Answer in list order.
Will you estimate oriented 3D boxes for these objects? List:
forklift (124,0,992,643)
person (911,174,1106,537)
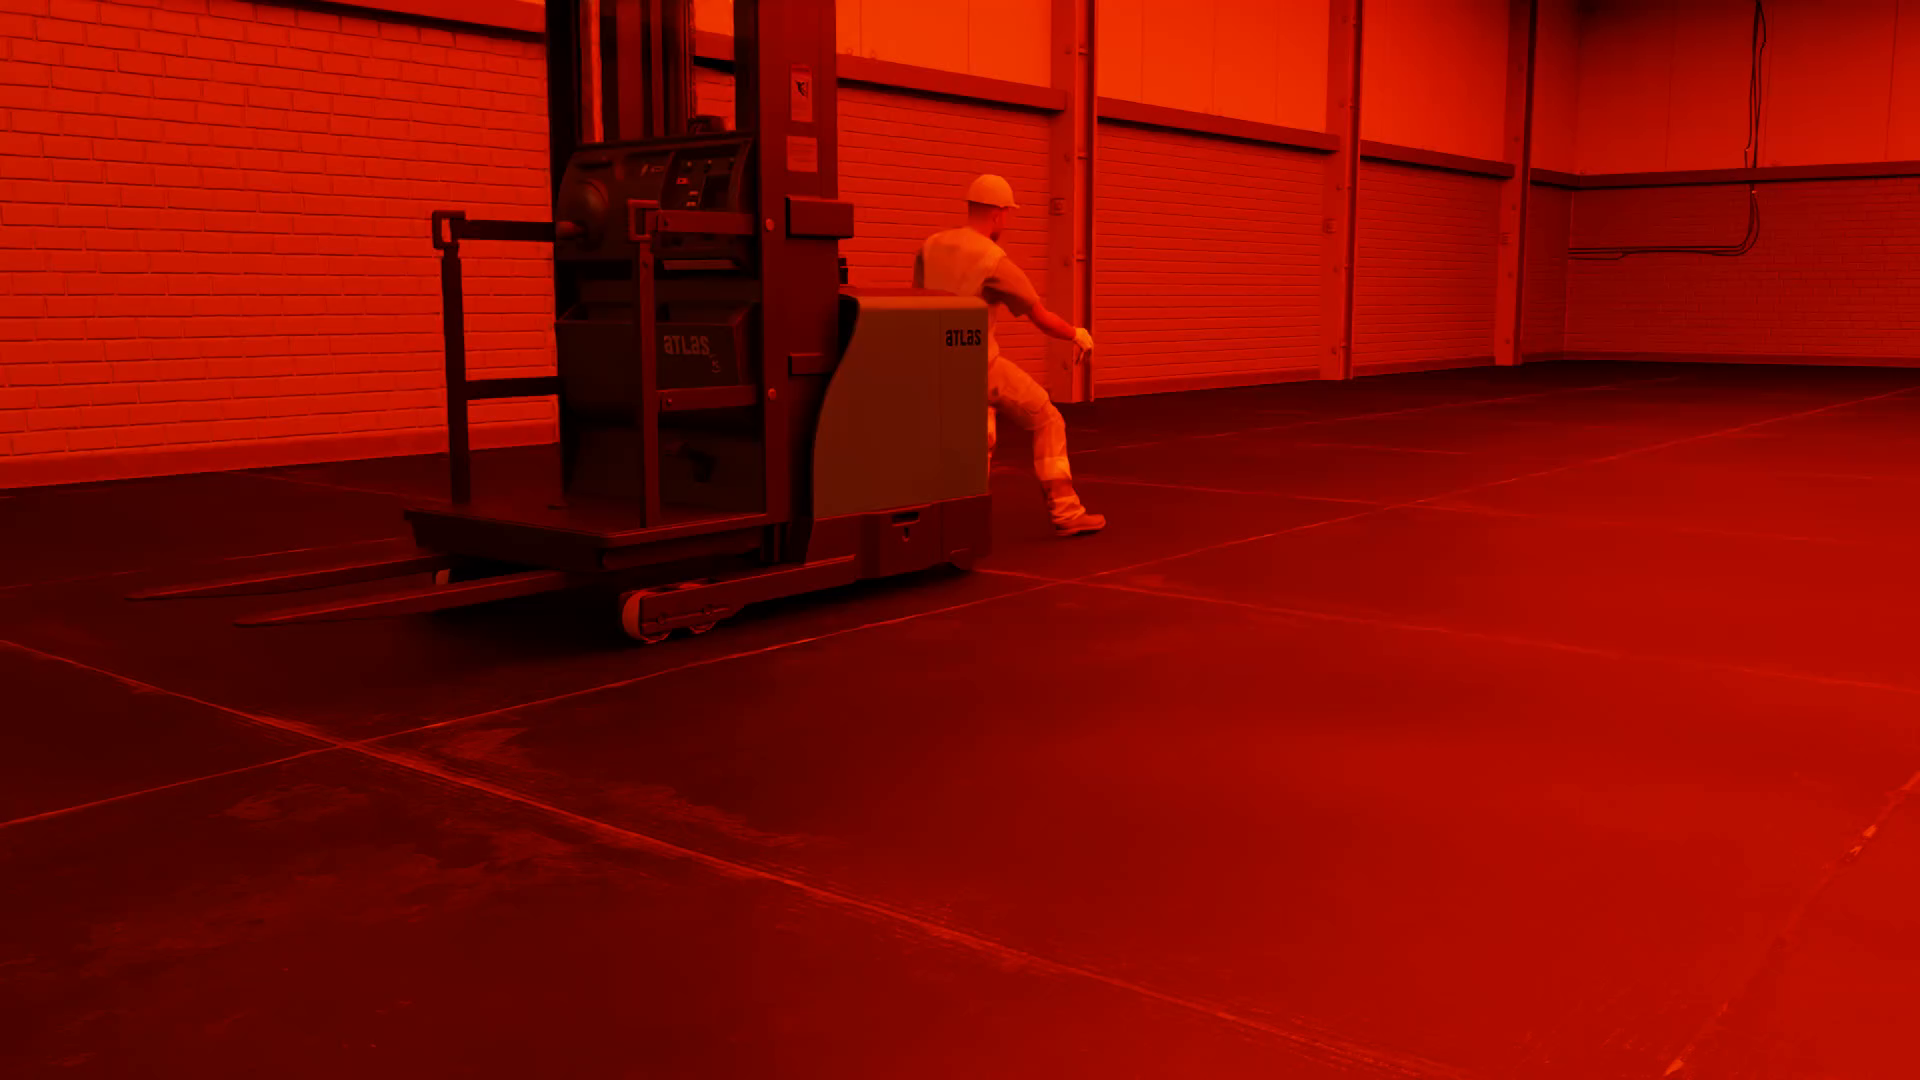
[{"bbox_3d":[-1.188,-1.208,5.538,1.130,2.935,3.031,7,11,38],"label":"forklift"},{"bbox_3d":[0.192,-0.845,7.644,0.733,1.613,0.846,-8,12,-43],"label":"person"}]
